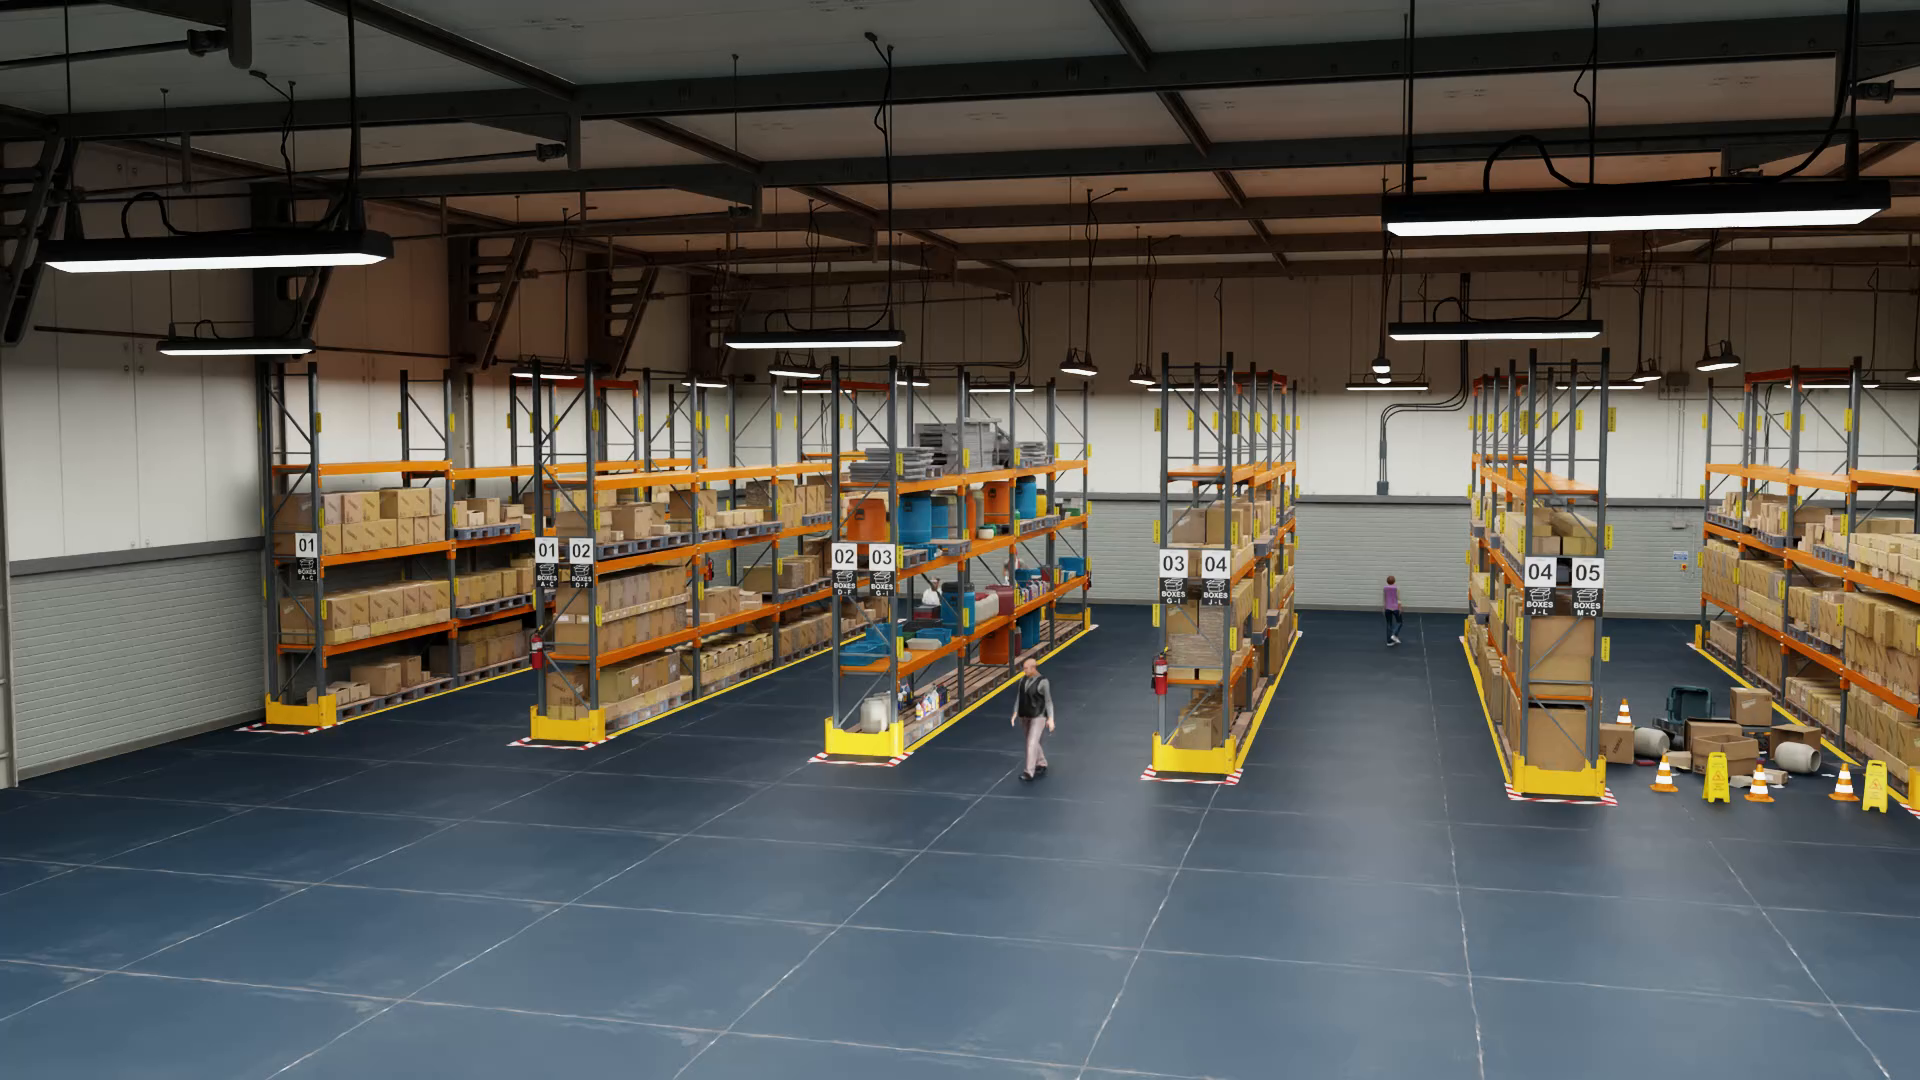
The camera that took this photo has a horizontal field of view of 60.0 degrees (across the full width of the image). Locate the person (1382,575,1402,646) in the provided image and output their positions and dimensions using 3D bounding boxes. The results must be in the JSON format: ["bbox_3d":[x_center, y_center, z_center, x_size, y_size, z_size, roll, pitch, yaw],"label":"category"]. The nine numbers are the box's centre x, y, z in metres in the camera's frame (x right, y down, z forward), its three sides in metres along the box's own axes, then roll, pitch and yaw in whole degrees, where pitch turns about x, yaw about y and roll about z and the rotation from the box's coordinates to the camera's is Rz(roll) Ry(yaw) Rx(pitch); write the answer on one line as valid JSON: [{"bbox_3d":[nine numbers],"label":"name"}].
[{"bbox_3d":[9.674,1.582,37.255,0.454,1.592,0.447,2,4,26],"label":"person"}]

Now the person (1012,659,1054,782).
[{"bbox_3d":[0.983,2.514,23.426,0.900,1.688,0.584,-4,6,-44],"label":"person"}]

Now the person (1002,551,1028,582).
[{"bbox_3d":[1.462,1.070,44.058,0.677,1.681,0.649,2,4,23],"label":"person"}]

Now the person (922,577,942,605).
[{"bbox_3d":[-0.551,1.632,35.447,0.586,1.711,1.067,1,4,12],"label":"person"}]
